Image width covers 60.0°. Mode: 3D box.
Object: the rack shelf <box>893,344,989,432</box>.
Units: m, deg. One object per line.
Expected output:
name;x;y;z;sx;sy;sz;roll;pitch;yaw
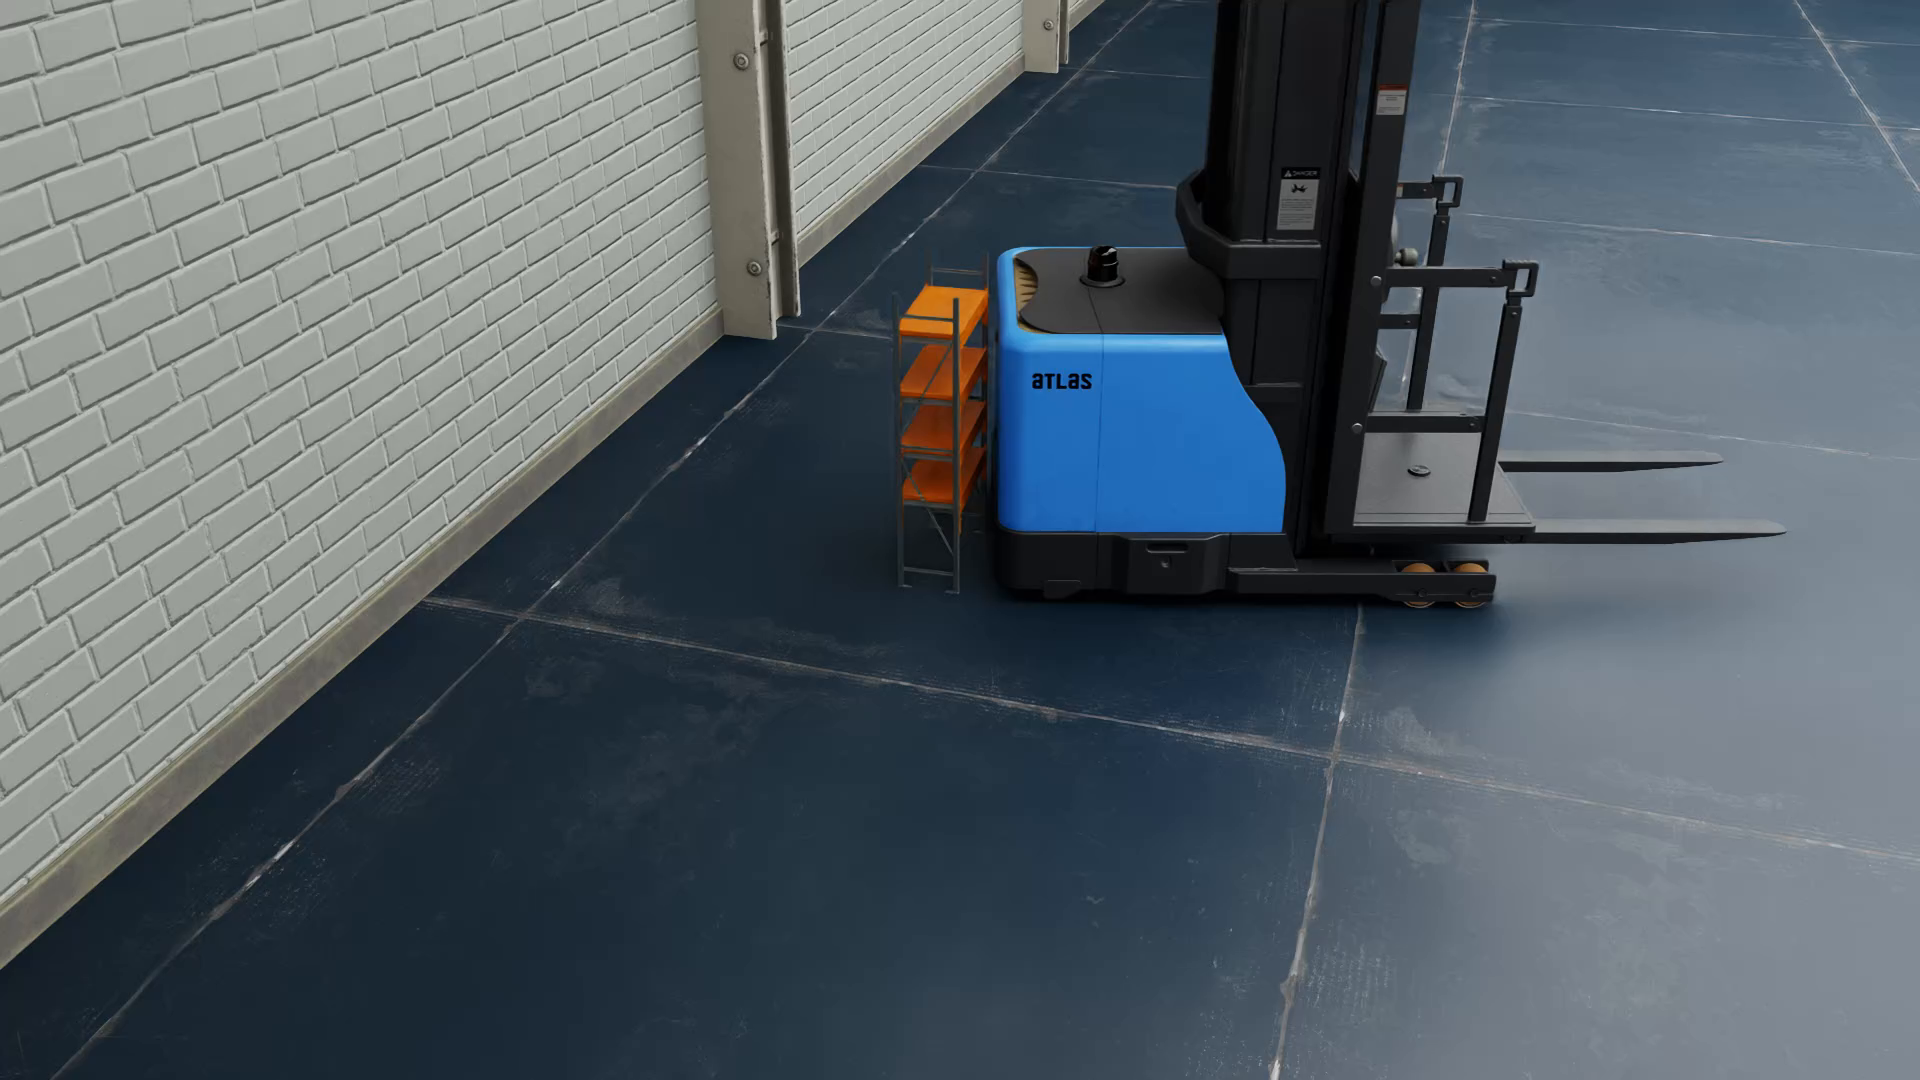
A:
rack shelf;-0.066;-0.583;6.242;0.258;0.148;0.480;6;30;11

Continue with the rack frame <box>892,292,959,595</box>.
rack frame;-0.121;-0.331;6.110;0.240;1.200;0.015;6;30;11

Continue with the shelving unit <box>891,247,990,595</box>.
shelving unit;-0.066;-0.446;6.318;0.258;1.200;0.503;6;30;11

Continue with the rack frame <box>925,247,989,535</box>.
rack frame;-0.011;-0.562;6.526;0.240;1.200;0.015;6;30;11

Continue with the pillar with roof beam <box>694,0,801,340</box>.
pillar with roof beam;3.057;-4.468;5.525;9.100;9.000;0.400;8;30;15

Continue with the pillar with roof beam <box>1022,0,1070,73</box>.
pillar with roof beam;4.818;-7.257;10.538;9.100;9.000;0.400;8;30;15

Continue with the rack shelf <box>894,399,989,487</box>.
rack shelf;-0.066;-0.388;6.351;0.258;0.148;0.480;6;30;11

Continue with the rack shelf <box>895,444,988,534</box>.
rack shelf;-0.066;-0.214;6.447;0.258;0.148;0.480;6;30;11

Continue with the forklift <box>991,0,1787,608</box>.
forklift;1.647;-1.283;6.042;3.031;2.935;1.130;0;29;0

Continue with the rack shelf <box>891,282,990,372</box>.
rack shelf;-0.066;-0.790;6.127;0.258;0.148;0.480;6;30;11
